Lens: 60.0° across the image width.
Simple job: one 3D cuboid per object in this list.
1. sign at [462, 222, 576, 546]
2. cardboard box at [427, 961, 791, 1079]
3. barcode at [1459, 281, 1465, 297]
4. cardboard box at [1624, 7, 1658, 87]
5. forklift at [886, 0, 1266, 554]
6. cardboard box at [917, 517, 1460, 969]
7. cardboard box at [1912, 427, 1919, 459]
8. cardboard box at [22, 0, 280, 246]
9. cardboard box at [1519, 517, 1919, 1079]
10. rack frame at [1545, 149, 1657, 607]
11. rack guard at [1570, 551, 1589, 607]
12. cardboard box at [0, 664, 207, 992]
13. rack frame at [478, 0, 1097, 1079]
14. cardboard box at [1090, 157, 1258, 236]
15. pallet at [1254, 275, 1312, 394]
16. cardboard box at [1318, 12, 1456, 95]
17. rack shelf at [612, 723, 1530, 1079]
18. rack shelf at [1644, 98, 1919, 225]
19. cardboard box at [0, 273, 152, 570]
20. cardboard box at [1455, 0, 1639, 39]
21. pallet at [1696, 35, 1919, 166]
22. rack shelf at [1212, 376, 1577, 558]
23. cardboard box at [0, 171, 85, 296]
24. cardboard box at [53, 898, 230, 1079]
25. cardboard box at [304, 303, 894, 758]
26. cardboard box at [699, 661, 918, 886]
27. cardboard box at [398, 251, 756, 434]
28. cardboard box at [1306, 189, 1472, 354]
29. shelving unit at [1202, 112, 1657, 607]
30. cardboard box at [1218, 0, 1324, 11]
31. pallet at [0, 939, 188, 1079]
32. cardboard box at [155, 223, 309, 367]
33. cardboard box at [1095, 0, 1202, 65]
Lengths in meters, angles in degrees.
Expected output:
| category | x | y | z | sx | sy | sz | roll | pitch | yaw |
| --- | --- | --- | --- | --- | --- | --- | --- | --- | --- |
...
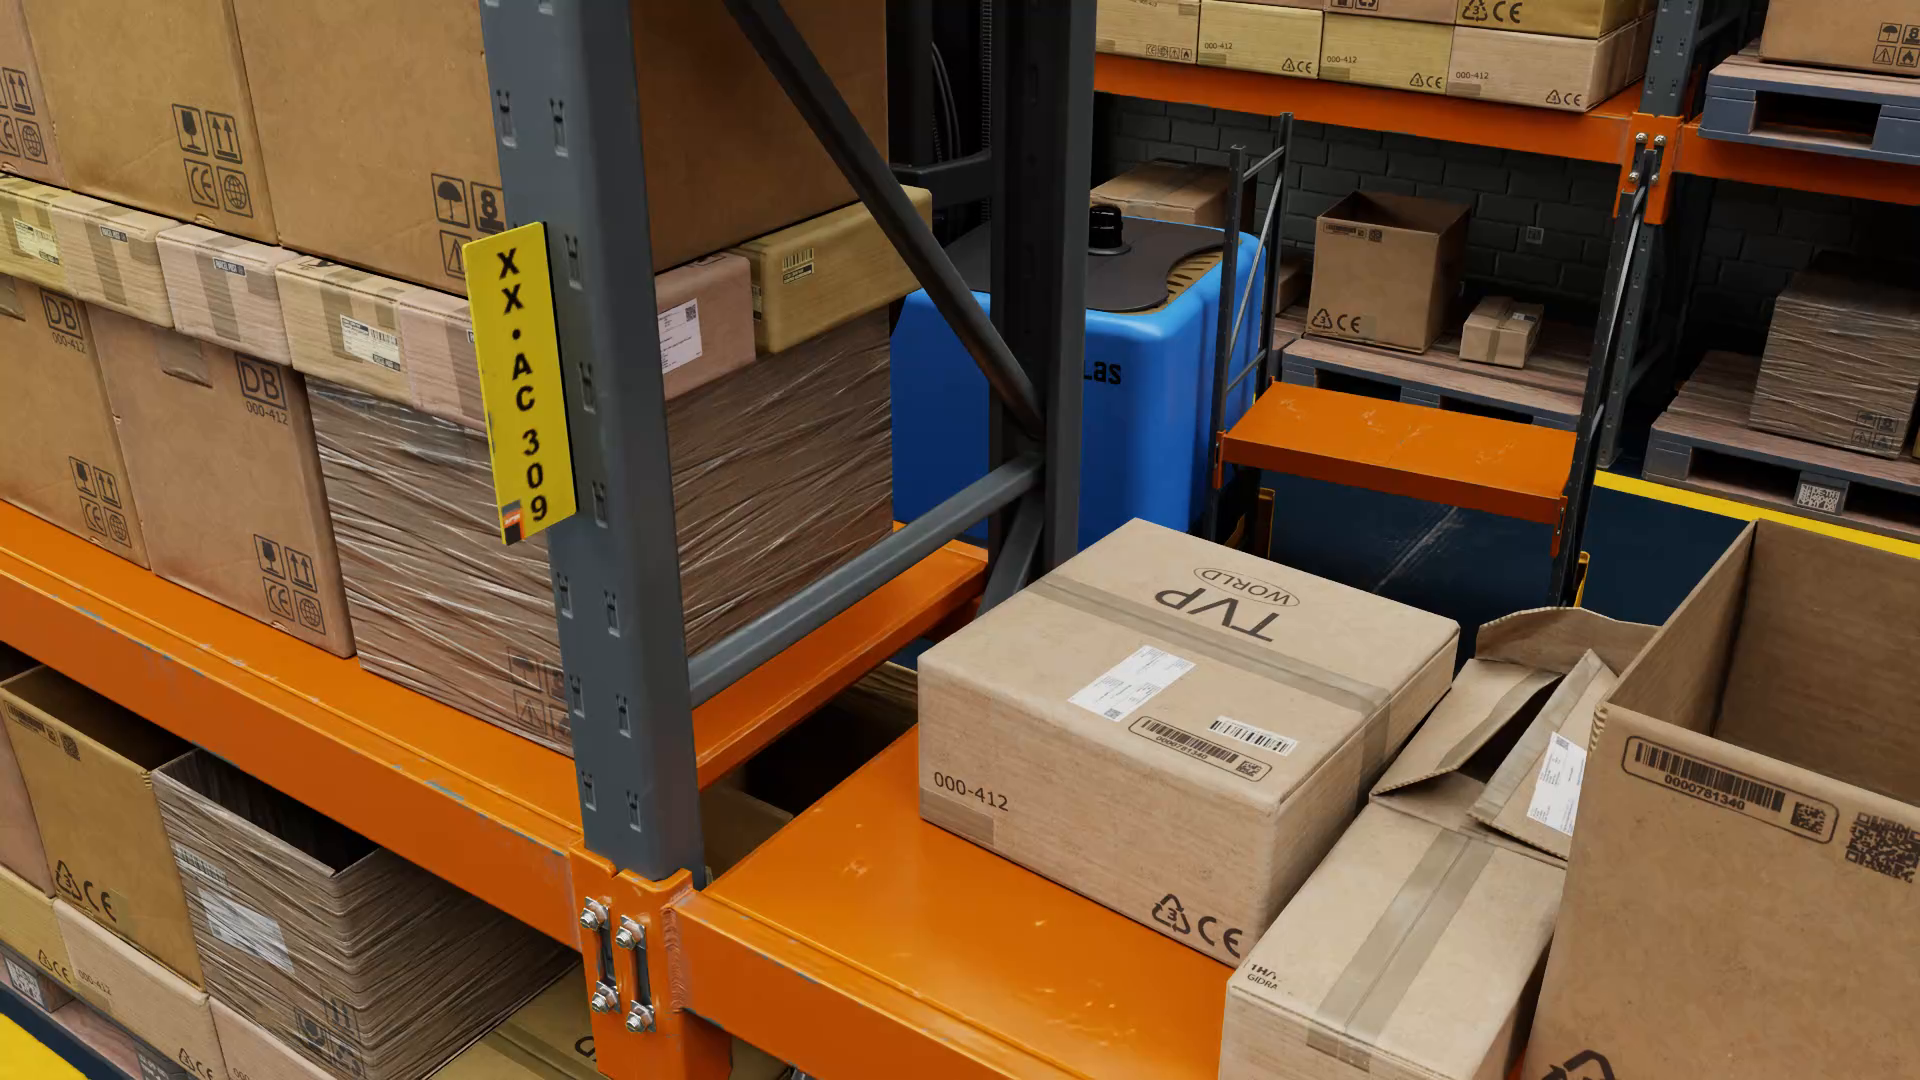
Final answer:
| category | x | y | z | sx | sy | sz | roll | pitch | yaw |
| --- | --- | --- | --- | --- | --- | --- | --- | --- | --- |
| sign | -0.450 | -0.157 | 1.709 | 0.005 | 0.325 | 0.100 | 17 | 32 | 30 |
| cardboard box | -0.643 | 1.058 | 2.933 | 0.500 | 0.250 | 0.500 | 17 | 32 | 30 |
| barcode | 2.134 | -1.084 | 7.153 | 0.075 | 0.075 | 0.001 | 17 | 32 | 30 |
| cardboard box | 2.399 | -1.939 | 6.397 | 0.500 | 0.250 | 0.500 | 18 | 32 | 31 |
| forklift | -0.562 | -1.434 | 5.337 | 3.031 | 2.935 | 1.130 | 13 | 30 | 24 |
| cardboard box | 0.294 | 0.234 | 2.149 | 0.500 | 0.250 | 0.500 | 20 | 33 | 33 |
| cardboard box | 3.735 | -0.582 | 5.857 | 0.500 | 0.500 | 0.700 | 17 | 31 | 29 |
| cardboard box | -0.923 | -0.807 | 2.488 | 0.500 | 0.500 | 0.700 | 17 | 32 | 30 |
| cardboard box | 0.921 | 0.351 | 1.644 | 0.500 | 0.500 | 0.500 | 20 | 33 | 34 |
| rack frame | 1.774 | -0.295 | 4.676 | 0.032 | 1.500 | 0.500 | 13 | 30 | 24 |
| rack guard | 1.772 | 0.262 | 4.960 | 0.087 | 0.250 | 0.587 | 13 | 30 | 24 |
| cardboard box | -1.463 | 0.464 | 3.274 | 0.500 | 0.500 | 0.500 | 17 | 32 | 30 |
| rack frame | -0.135 | 0.055 | 2.334 | 0.053 | 2.616 | 0.949 | 17 | 32 | 30 |
| cardboard box | 0.933 | -1.341 | 7.348 | 0.500 | 0.500 | 0.700 | 15 | 31 | 27 |
| pallet | 1.081 | -1.026 | 7.533 | 1.213 | 0.211 | 1.003 | 17 | 32 | 30 |
| cardboard box | 1.697 | -1.878 | 6.276 | 0.500 | 0.250 | 0.500 | 17 | 32 | 31 |
| rack shelf | 1.512 | 0.891 | 1.486 | 4.000 | 0.370 | 1.077 | 17 | 32 | 30 |
| rack shelf | 4.313 | -0.962 | 5.127 | 4.000 | 0.370 | 1.077 | 17 | 32 | 30 |
| cardboard box | -1.356 | -0.363 | 3.046 | 0.500 | 0.500 | 0.700 | 18 | 32 | 31 |
| cardboard box | 2.100 | -2.078 | 5.843 | 0.500 | 0.500 | 0.500 | 17 | 32 | 30 |
| pallet | 3.212 | -1.460 | 5.524 | 1.213 | 0.211 | 1.003 | 17 | 32 | 30 |
| rack shelf | 1.320 | -0.239 | 4.962 | 1.000 | 0.185 | 0.538 | 13 | 30 | 24 |
| cardboard box | -1.320 | -0.529 | 2.656 | 0.250 | 0.149 | 0.380 | 17 | 32 | 30 |
| cardboard box | -1.470 | 0.803 | 3.434 | 0.500 | 0.250 | 0.500 | 17 | 32 | 30 |
| cardboard box | -0.506 | -0.100 | 2.528 | 0.500 | 0.500 | 0.700 | 16 | 31 | 29 |
| cardboard box | -0.342 | 0.525 | 3.154 | 0.500 | 0.500 | 0.500 | 17 | 32 | 30 |
| cardboard box | -0.482 | -0.267 | 2.142 | 0.250 | 0.149 | 0.380 | 17 | 32 | 30 |
| cardboard box | 1.787 | -1.130 | 6.934 | 0.500 | 0.500 | 0.500 | 15 | 30 | 27 |
| shelving unit | 1.328 | -0.397 | 4.877 | 1.083 | 1.500 | 0.587 | 13 | 30 | 24 |
| cardboard box | 1.276 | -2.338 | 6.353 | 0.500 | 0.500 | 0.500 | 16 | 31 | 29 |
| pallet | -1.778 | 0.766 | 4.011 | 1.213 | 0.211 | 1.003 | 17 | 32 | 30 |
| cardboard box | -0.902 | -0.397 | 2.398 | 0.250 | 0.149 | 0.380 | 16 | 31 | 29 |
| cardboard box | 0.858 | -2.130 | 6.771 | 0.500 | 0.250 | 0.500 | 18 | 32 | 31 |
